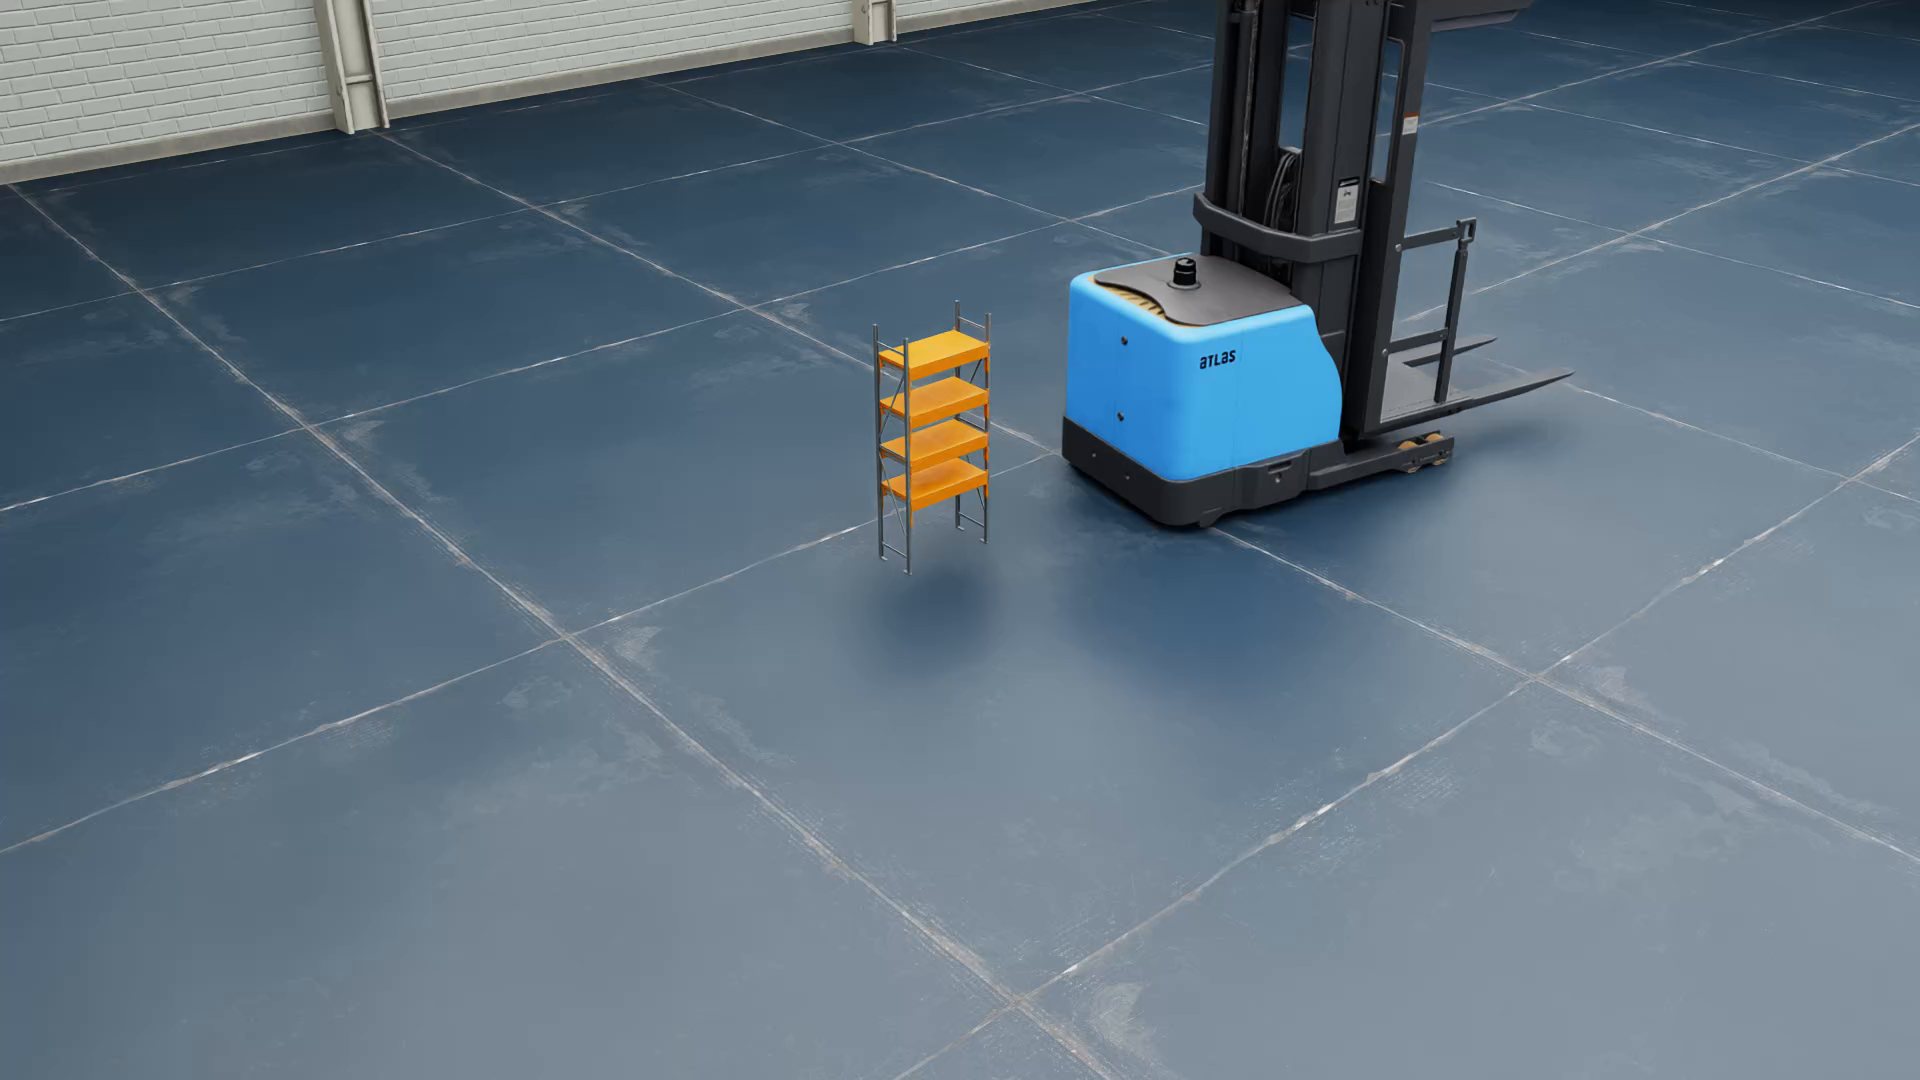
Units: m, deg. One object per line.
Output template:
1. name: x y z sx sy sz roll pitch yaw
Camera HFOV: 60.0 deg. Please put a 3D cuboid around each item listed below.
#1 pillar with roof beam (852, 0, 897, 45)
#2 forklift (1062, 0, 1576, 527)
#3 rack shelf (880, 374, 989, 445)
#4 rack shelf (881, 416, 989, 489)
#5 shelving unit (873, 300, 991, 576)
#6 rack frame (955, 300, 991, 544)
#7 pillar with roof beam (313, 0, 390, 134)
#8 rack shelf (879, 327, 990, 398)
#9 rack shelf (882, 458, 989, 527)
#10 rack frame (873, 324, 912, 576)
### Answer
1. pillar with roof beam: 1.829 -8.082 13.825 0.400 9.000 9.100 -22 35 -35
2. forklift: 2.083 -1.852 8.606 3.031 2.935 1.130 -15 32 -26
3. rack shelf: -0.126 -0.616 7.799 0.480 0.148 0.258 -22 35 -35
4. rack shelf: -0.126 -0.419 7.904 0.480 0.148 0.258 -22 35 -35
5. shelving unit: -0.126 -0.479 7.872 0.503 1.200 0.258 -22 35 -35
6. rack frame: 0.060 -0.553 8.012 0.015 1.200 0.240 -22 35 -35
7. pillar with roof beam: -2.735 -6.246 10.391 0.400 9.000 9.100 -22 35 -35
8. rack shelf: -0.126 -0.825 7.687 0.480 0.148 0.258 -22 35 -35
9. rack shelf: -0.126 -0.244 7.998 0.480 0.148 0.258 -22 35 -35
10. rack frame: -0.312 -0.404 7.733 0.015 1.200 0.240 -22 35 -35
